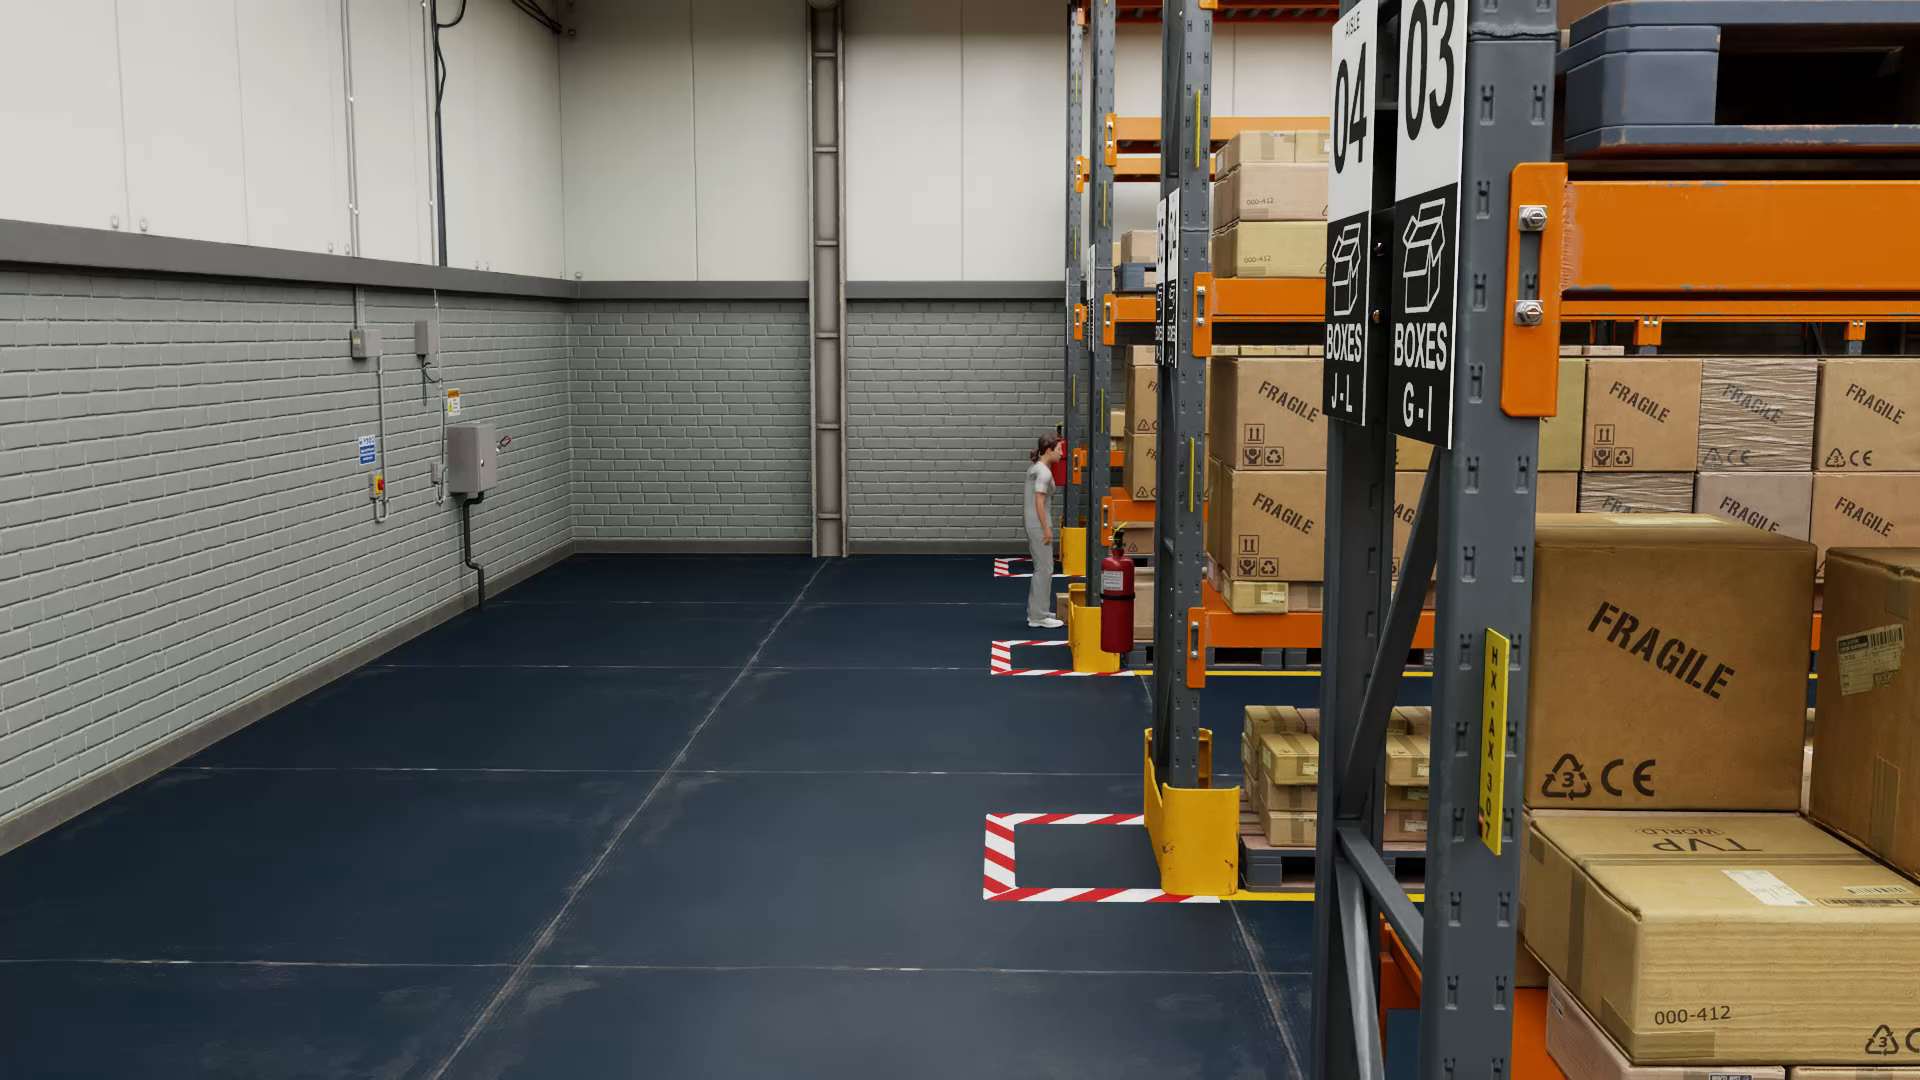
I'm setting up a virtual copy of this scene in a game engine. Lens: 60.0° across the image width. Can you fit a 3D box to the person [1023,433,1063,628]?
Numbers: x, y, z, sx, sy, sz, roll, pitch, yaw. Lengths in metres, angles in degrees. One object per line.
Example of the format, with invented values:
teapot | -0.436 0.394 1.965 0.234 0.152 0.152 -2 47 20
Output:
person | 0.723 -0.095 14.524 0.353 1.673 0.493 0 7 1
